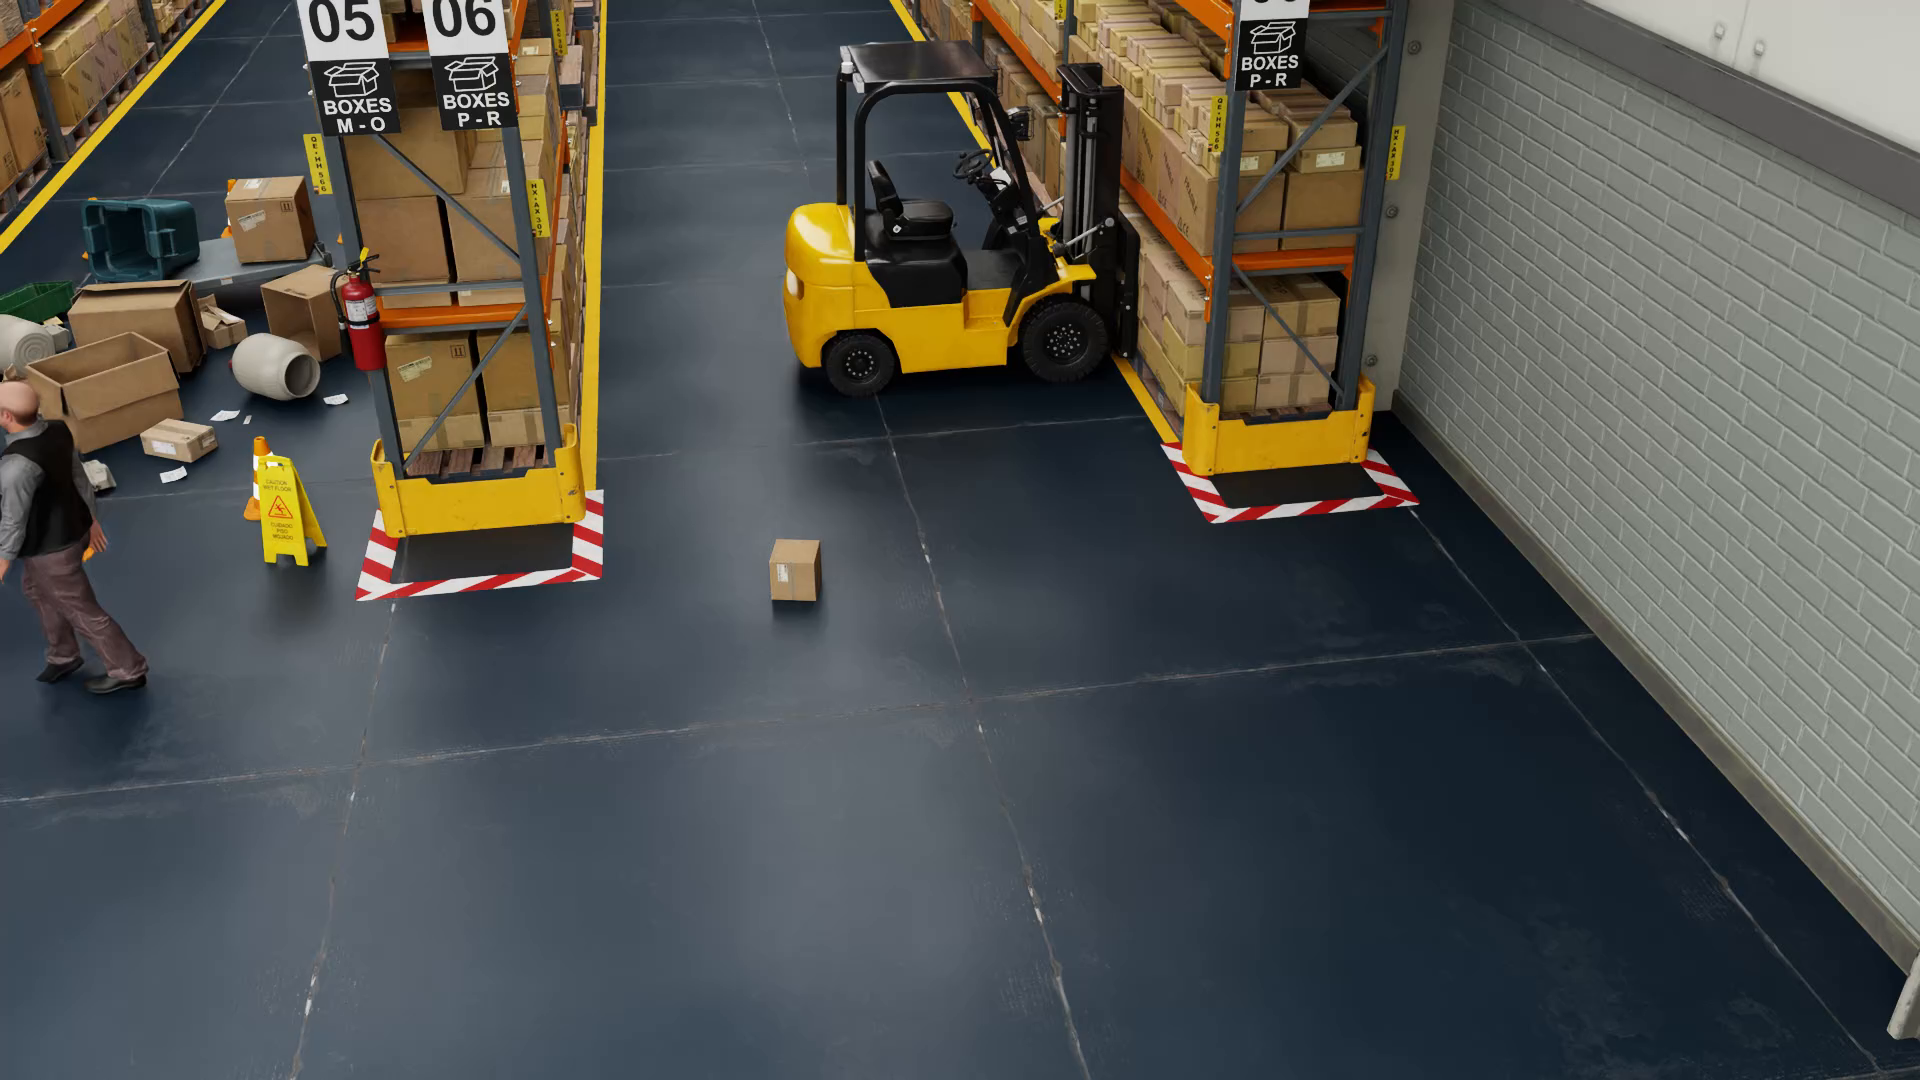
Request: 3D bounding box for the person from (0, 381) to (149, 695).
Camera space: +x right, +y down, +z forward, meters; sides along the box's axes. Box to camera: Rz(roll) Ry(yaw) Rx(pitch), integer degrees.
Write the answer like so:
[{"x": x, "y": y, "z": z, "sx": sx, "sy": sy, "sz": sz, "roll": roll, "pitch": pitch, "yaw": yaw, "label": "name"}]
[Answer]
[{"x": -4.474, "y": 0.049, "z": 8.114, "sx": 0.646, "sy": 1.781, "sz": 0.538, "roll": -3, "pitch": 31, "yaw": -5, "label": "person"}]
